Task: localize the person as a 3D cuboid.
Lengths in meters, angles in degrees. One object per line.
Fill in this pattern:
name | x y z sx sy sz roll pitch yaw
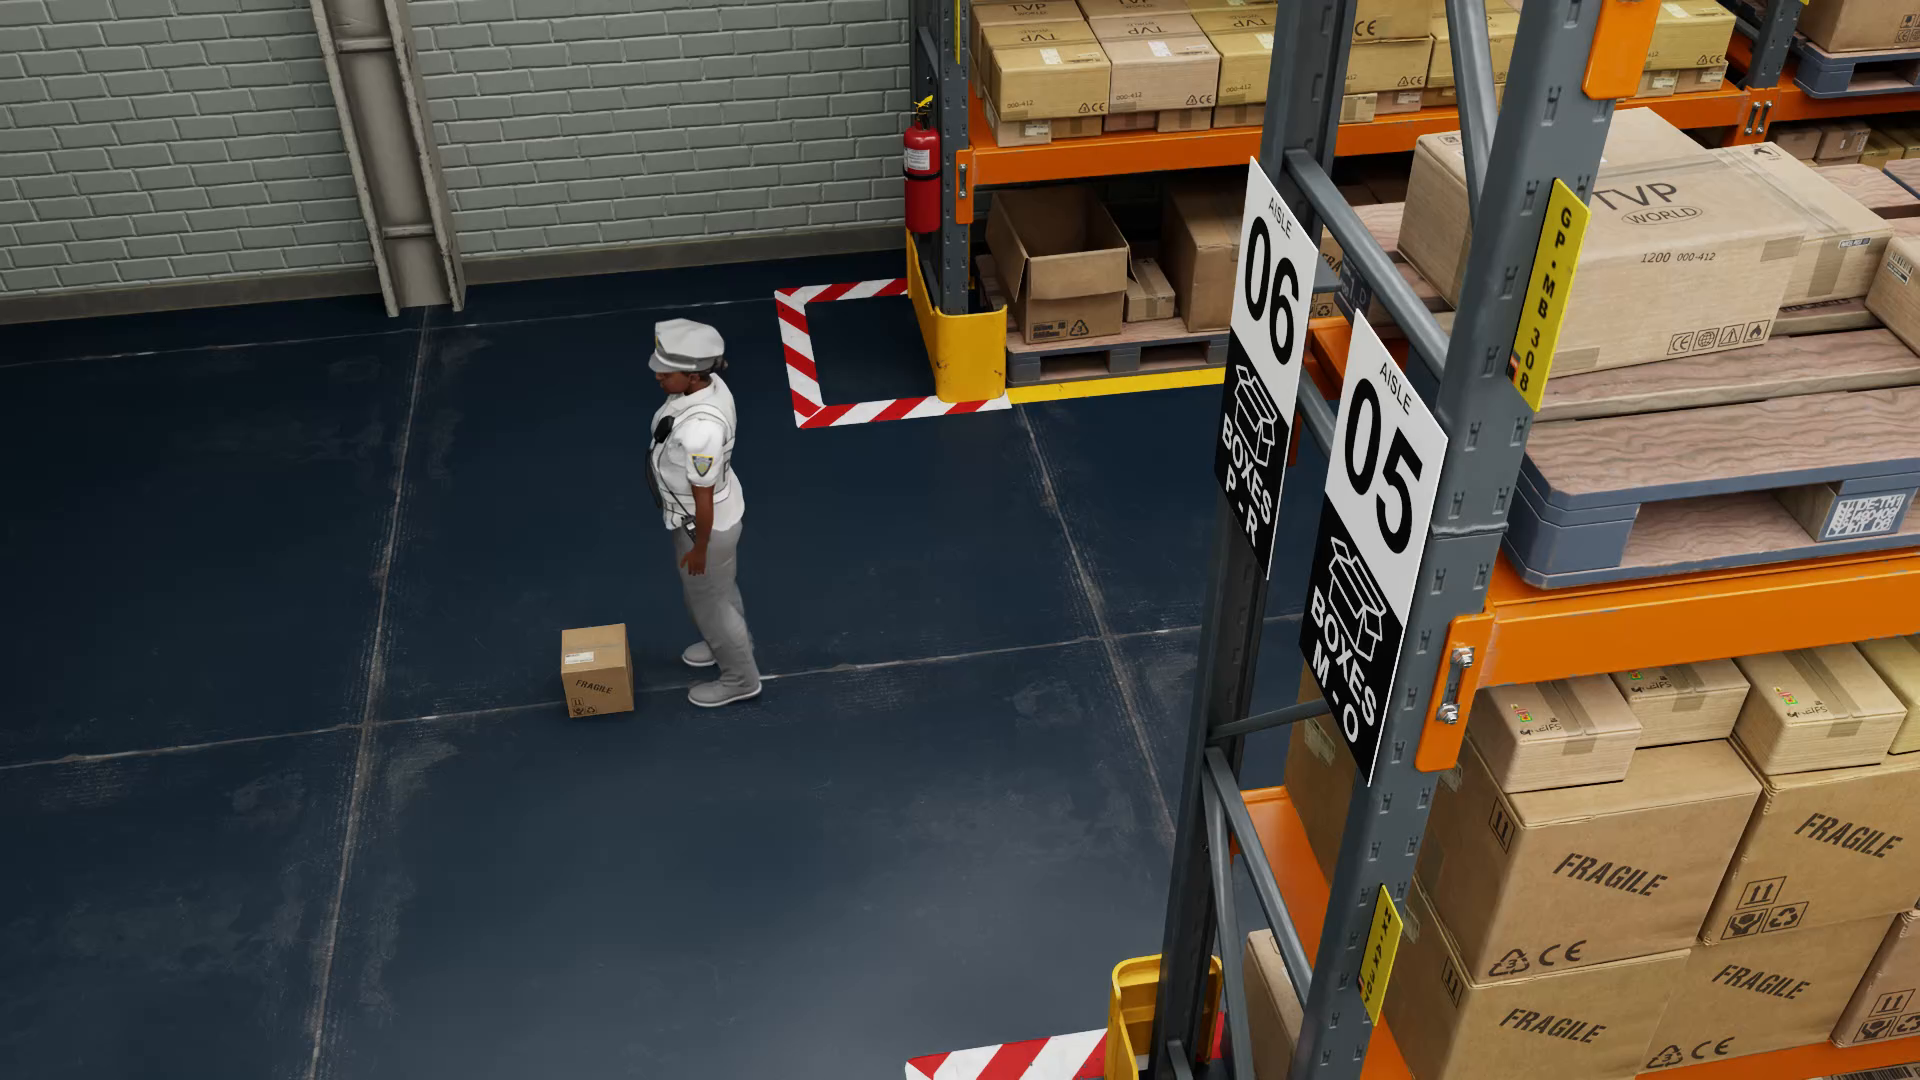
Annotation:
person | -0.973 -0.080 6.247 0.341 1.675 0.435 -5 39 -7
